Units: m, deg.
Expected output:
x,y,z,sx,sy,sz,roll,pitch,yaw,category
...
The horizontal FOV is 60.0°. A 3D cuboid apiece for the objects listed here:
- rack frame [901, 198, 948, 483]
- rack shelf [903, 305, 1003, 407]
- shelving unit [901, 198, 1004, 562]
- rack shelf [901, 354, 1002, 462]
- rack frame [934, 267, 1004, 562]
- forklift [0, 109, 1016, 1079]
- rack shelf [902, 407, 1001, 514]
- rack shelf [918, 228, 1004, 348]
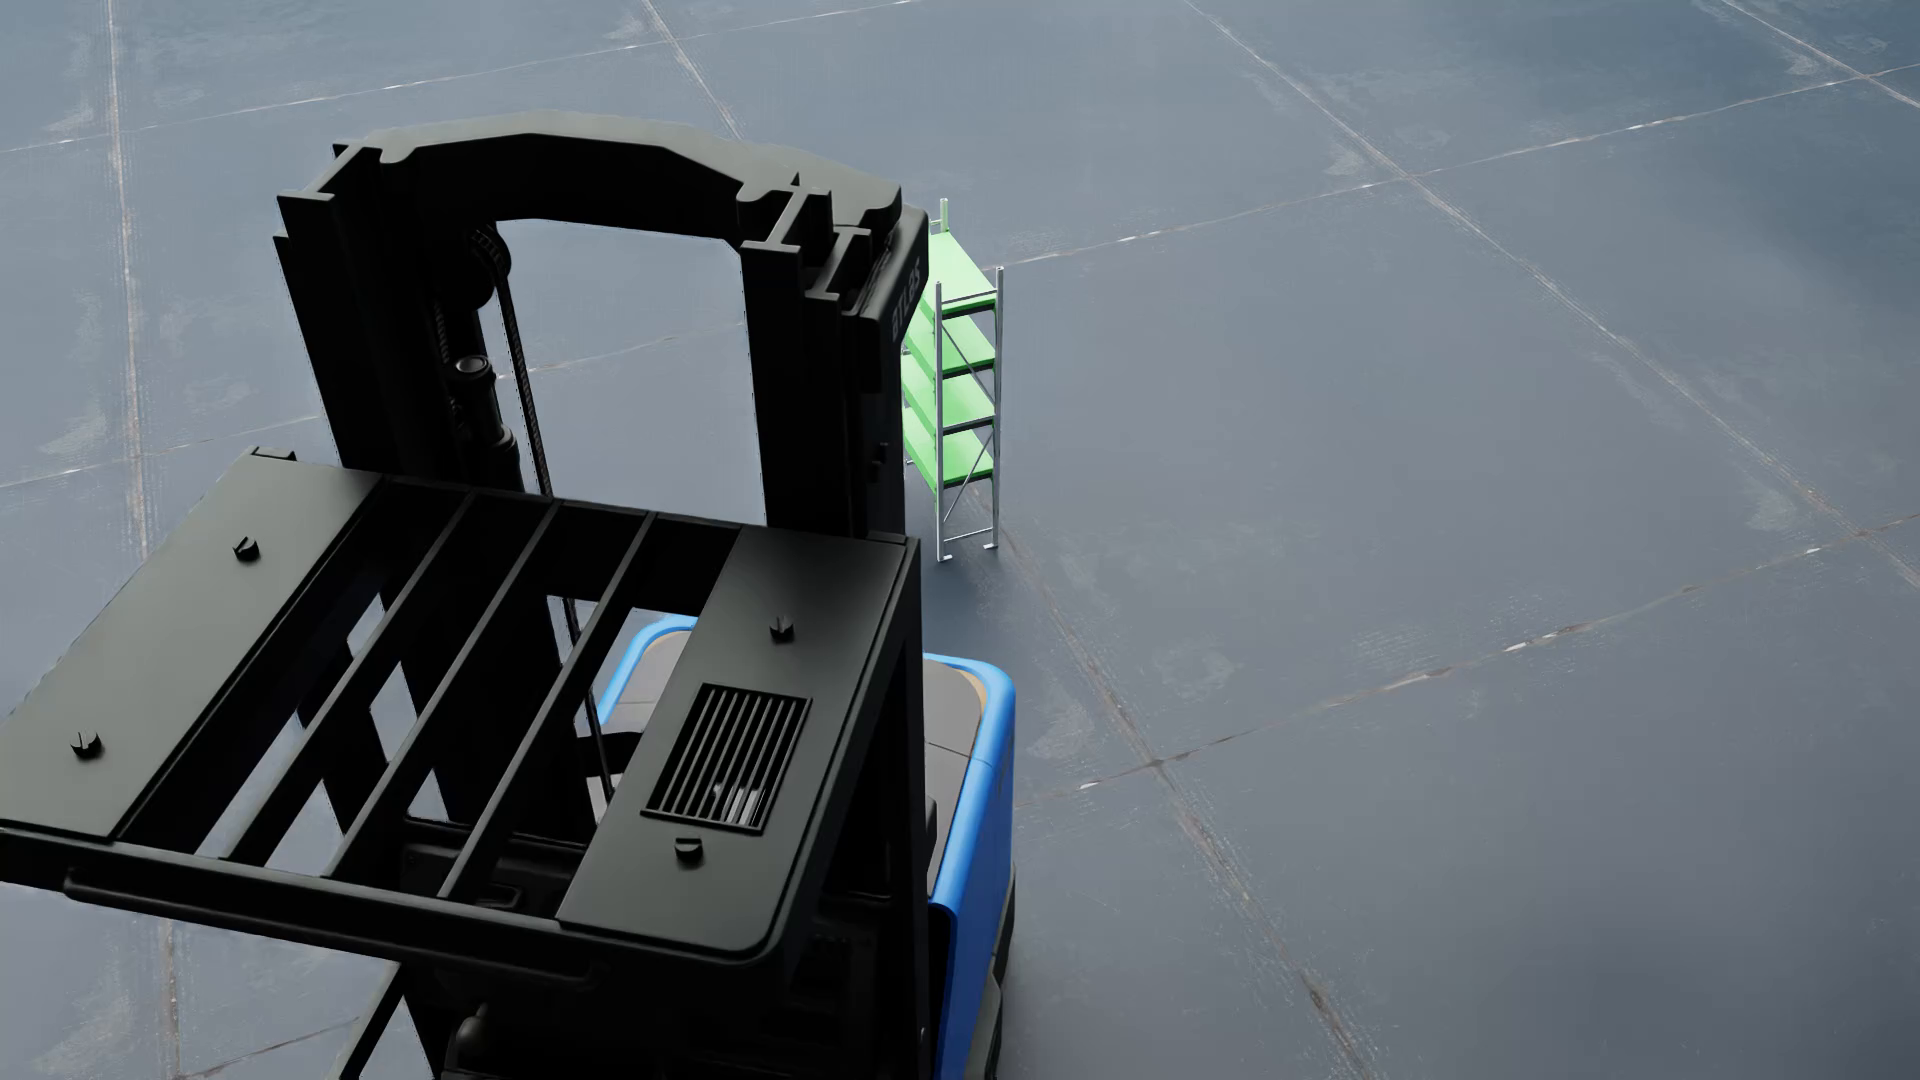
x,y,z,sx,sy,sz,roll,pitch,yaw,category
-0.157,-0.702,6.146,0.240,1.200,0.015,-15,43,-17,rack frame
-0.063,-0.688,5.860,0.258,0.148,0.480,-15,43,-17,rack shelf
-0.063,-0.555,5.975,0.258,1.200,0.503,-15,43,-17,shelving unit
-0.063,-0.506,6.016,0.258,0.148,0.480,-15,43,-17,rack shelf
0.030,-0.408,5.804,0.240,1.200,0.015,-15,43,-17,rack frame
-0.650,0.896,2.960,1.130,2.935,3.031,8,41,9,forklift
-0.063,-0.324,6.173,0.258,0.148,0.480,-15,43,-17,rack shelf
-0.063,-0.870,5.703,0.258,0.148,0.480,-15,43,-17,rack shelf
